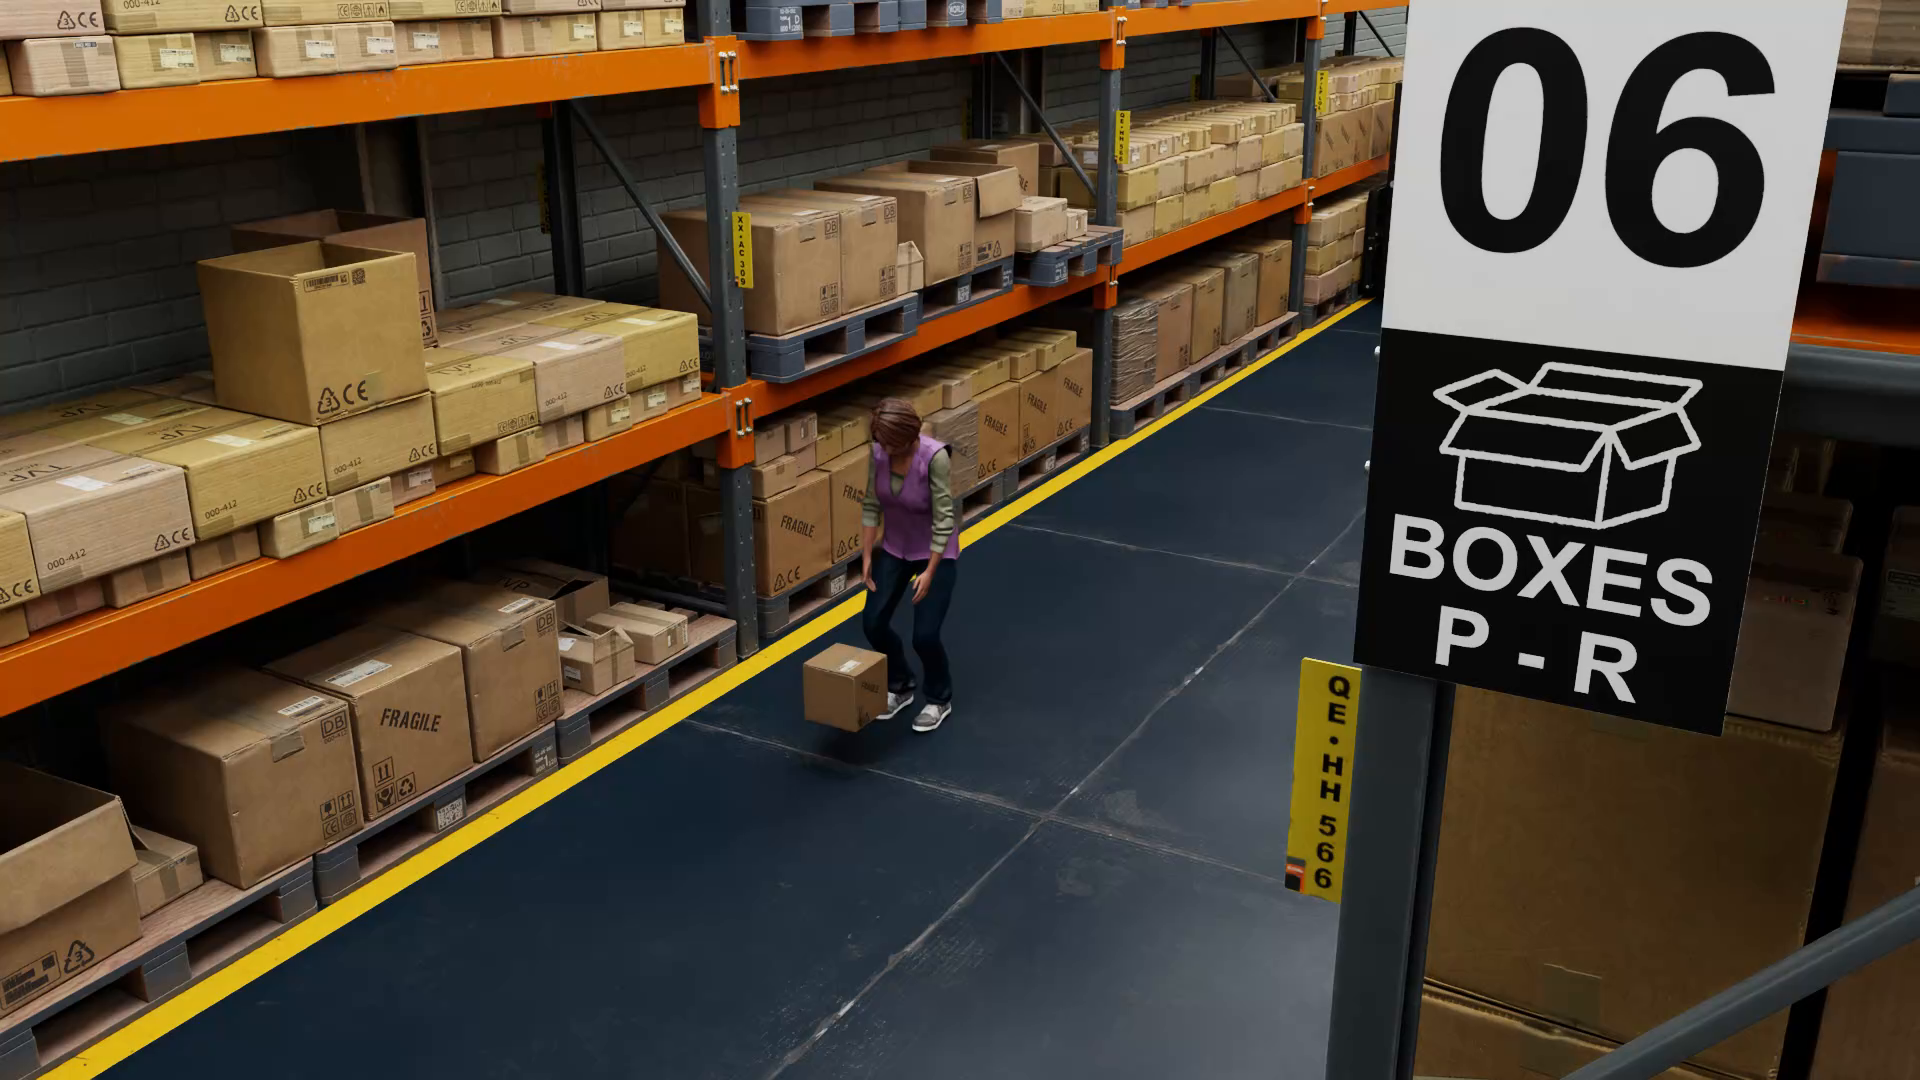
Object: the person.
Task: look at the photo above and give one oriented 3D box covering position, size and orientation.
[{"bbox_3d":[-0.196,0.099,7.020,0.447,1.466,0.496,12,23,31],"label":"person"}]
